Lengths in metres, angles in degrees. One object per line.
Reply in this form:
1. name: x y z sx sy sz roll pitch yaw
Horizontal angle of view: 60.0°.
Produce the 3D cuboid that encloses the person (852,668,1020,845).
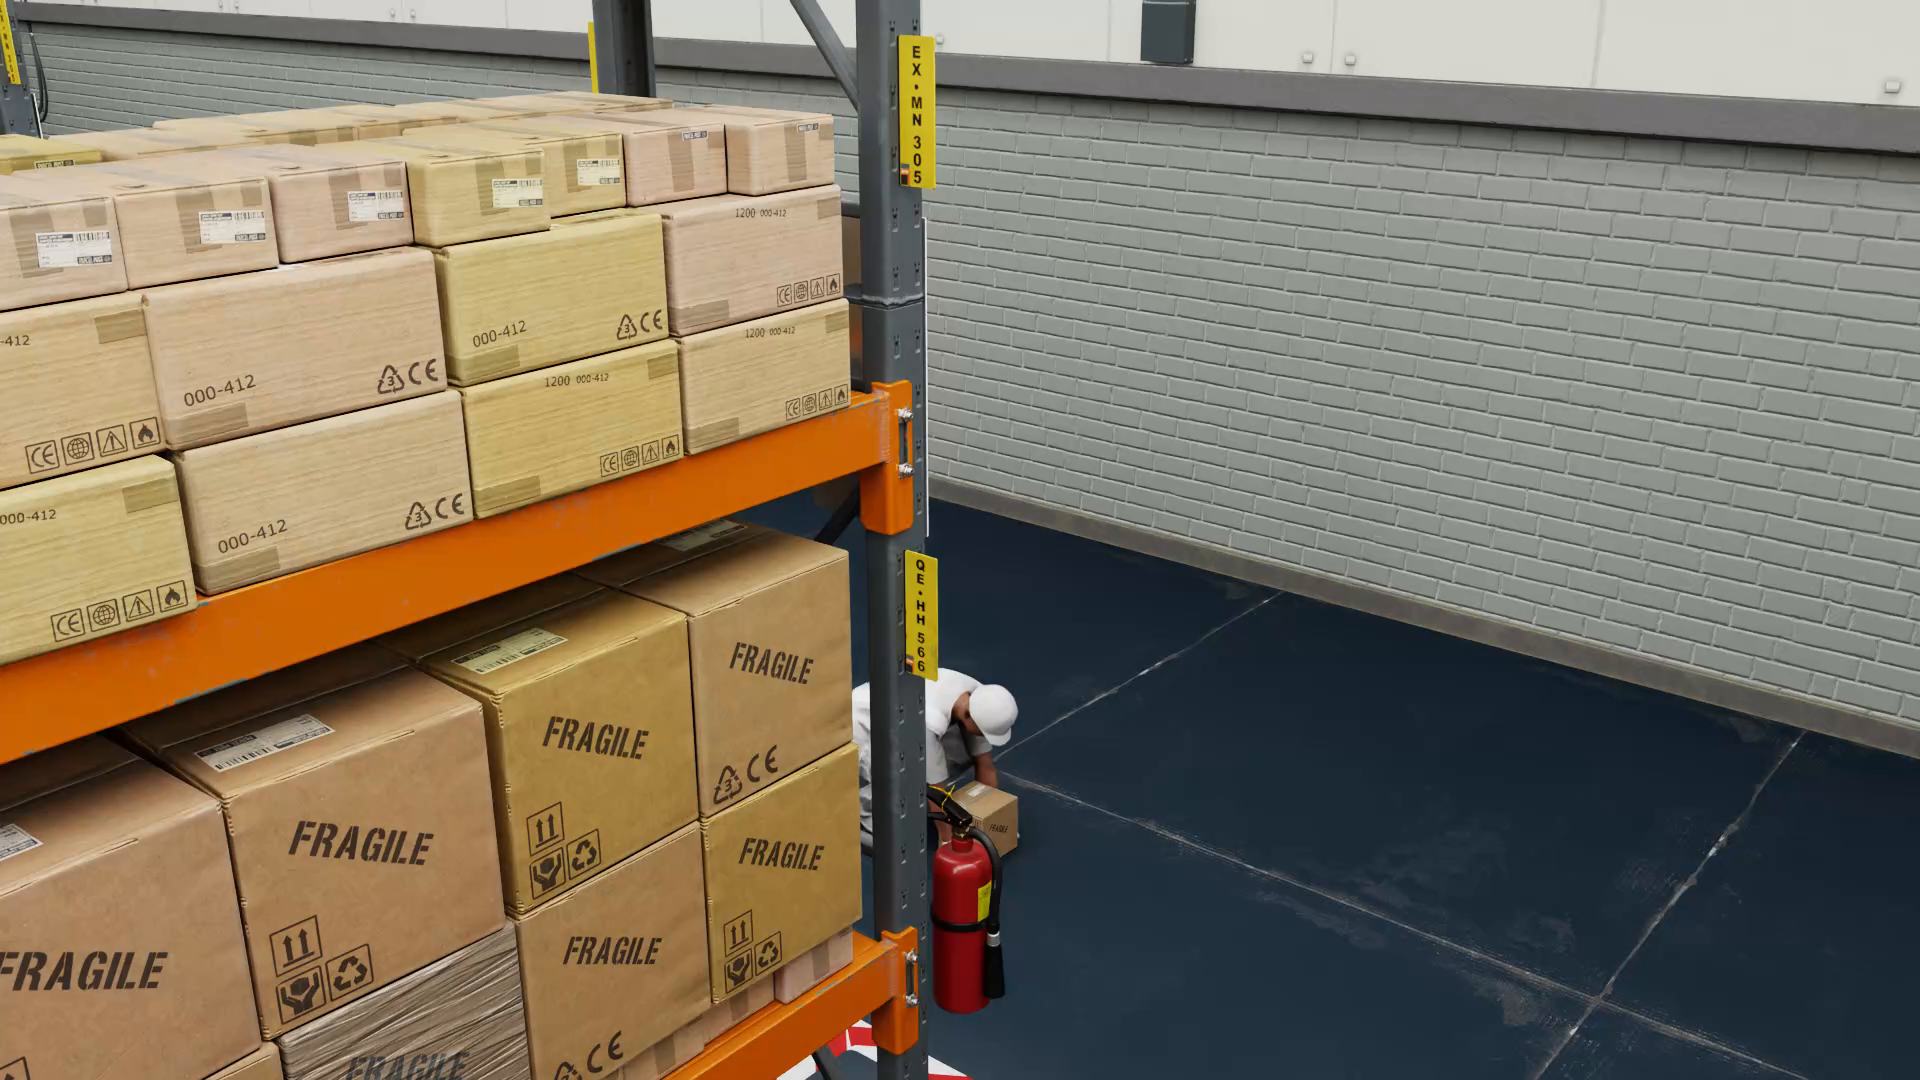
1. person: -0.159 0.971 7.469 0.944 0.881 0.571 15 25 36
